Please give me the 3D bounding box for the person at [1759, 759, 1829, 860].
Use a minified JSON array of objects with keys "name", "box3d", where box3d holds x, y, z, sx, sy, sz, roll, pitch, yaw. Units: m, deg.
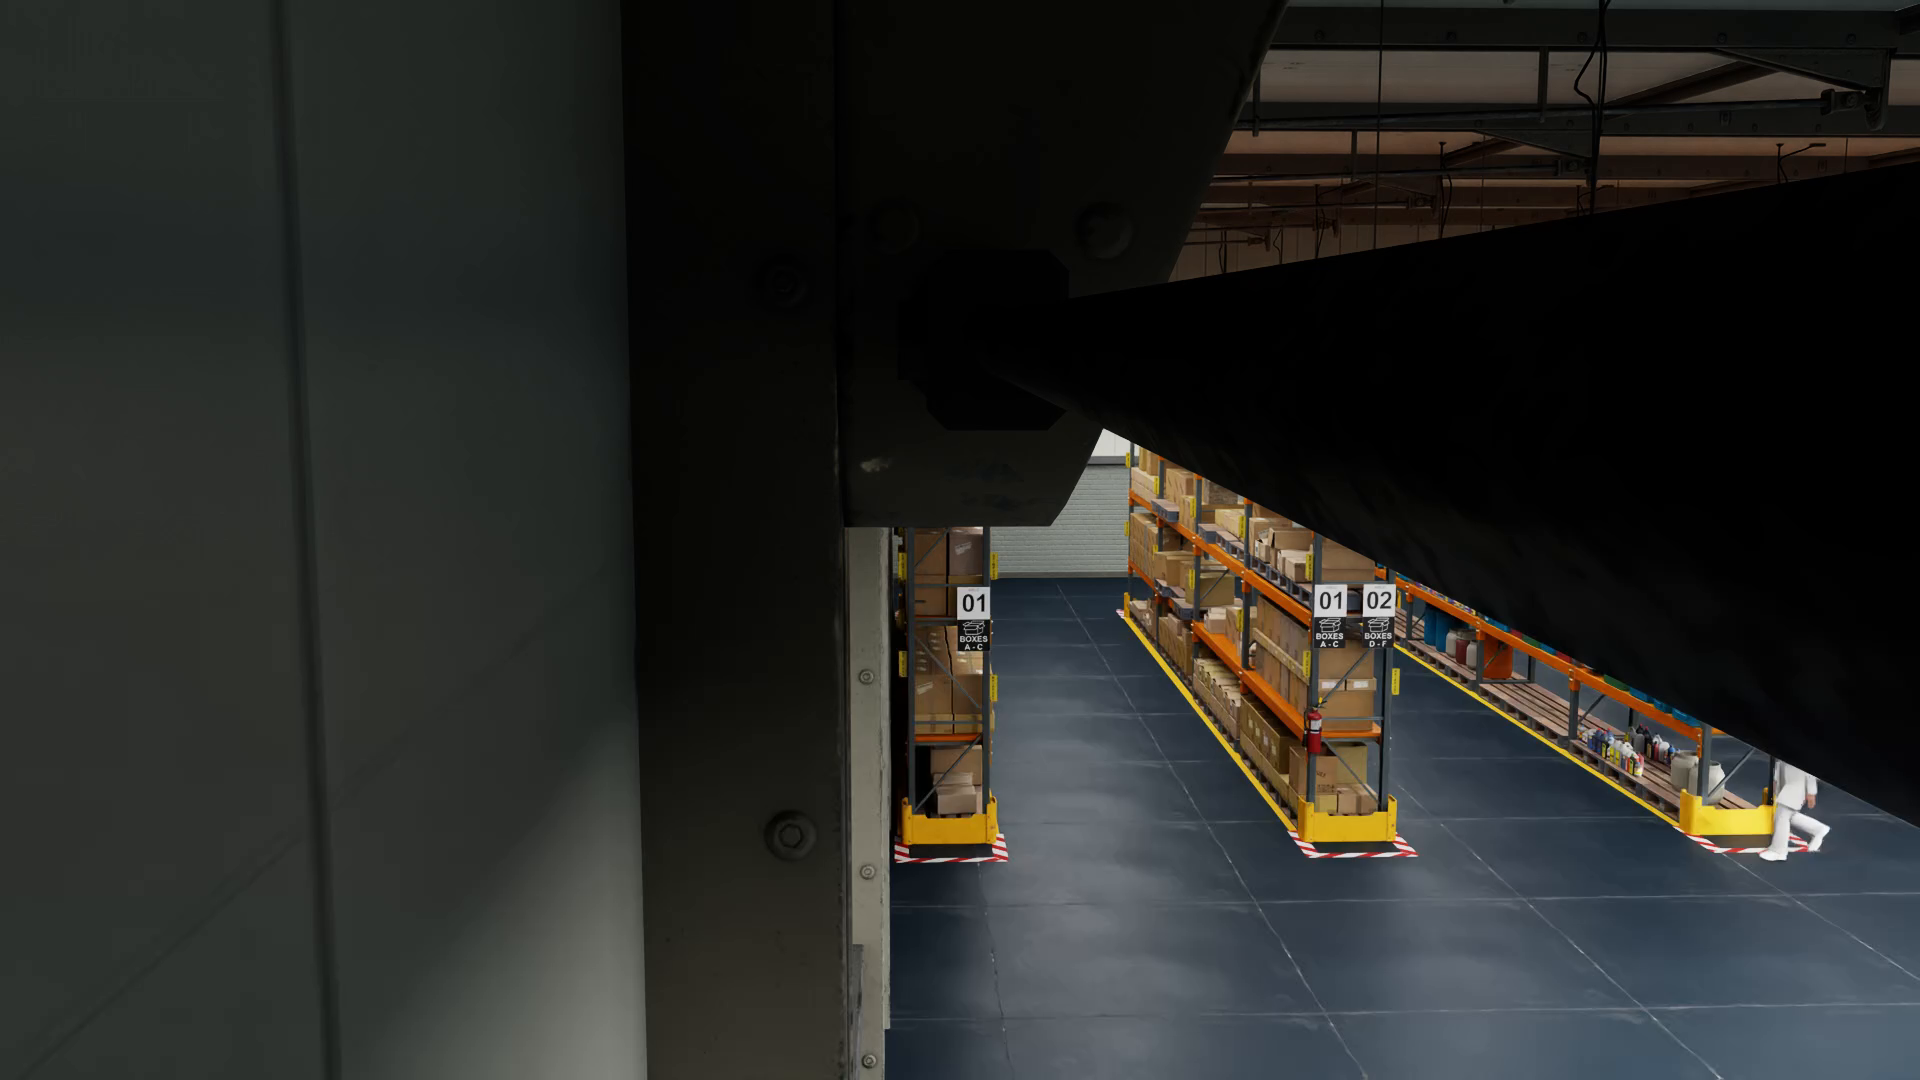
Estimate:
[{"name":"person","box3d":[9.975,2.931,19.802,1.001,1.739,0.637,-1,7,-9]}]
